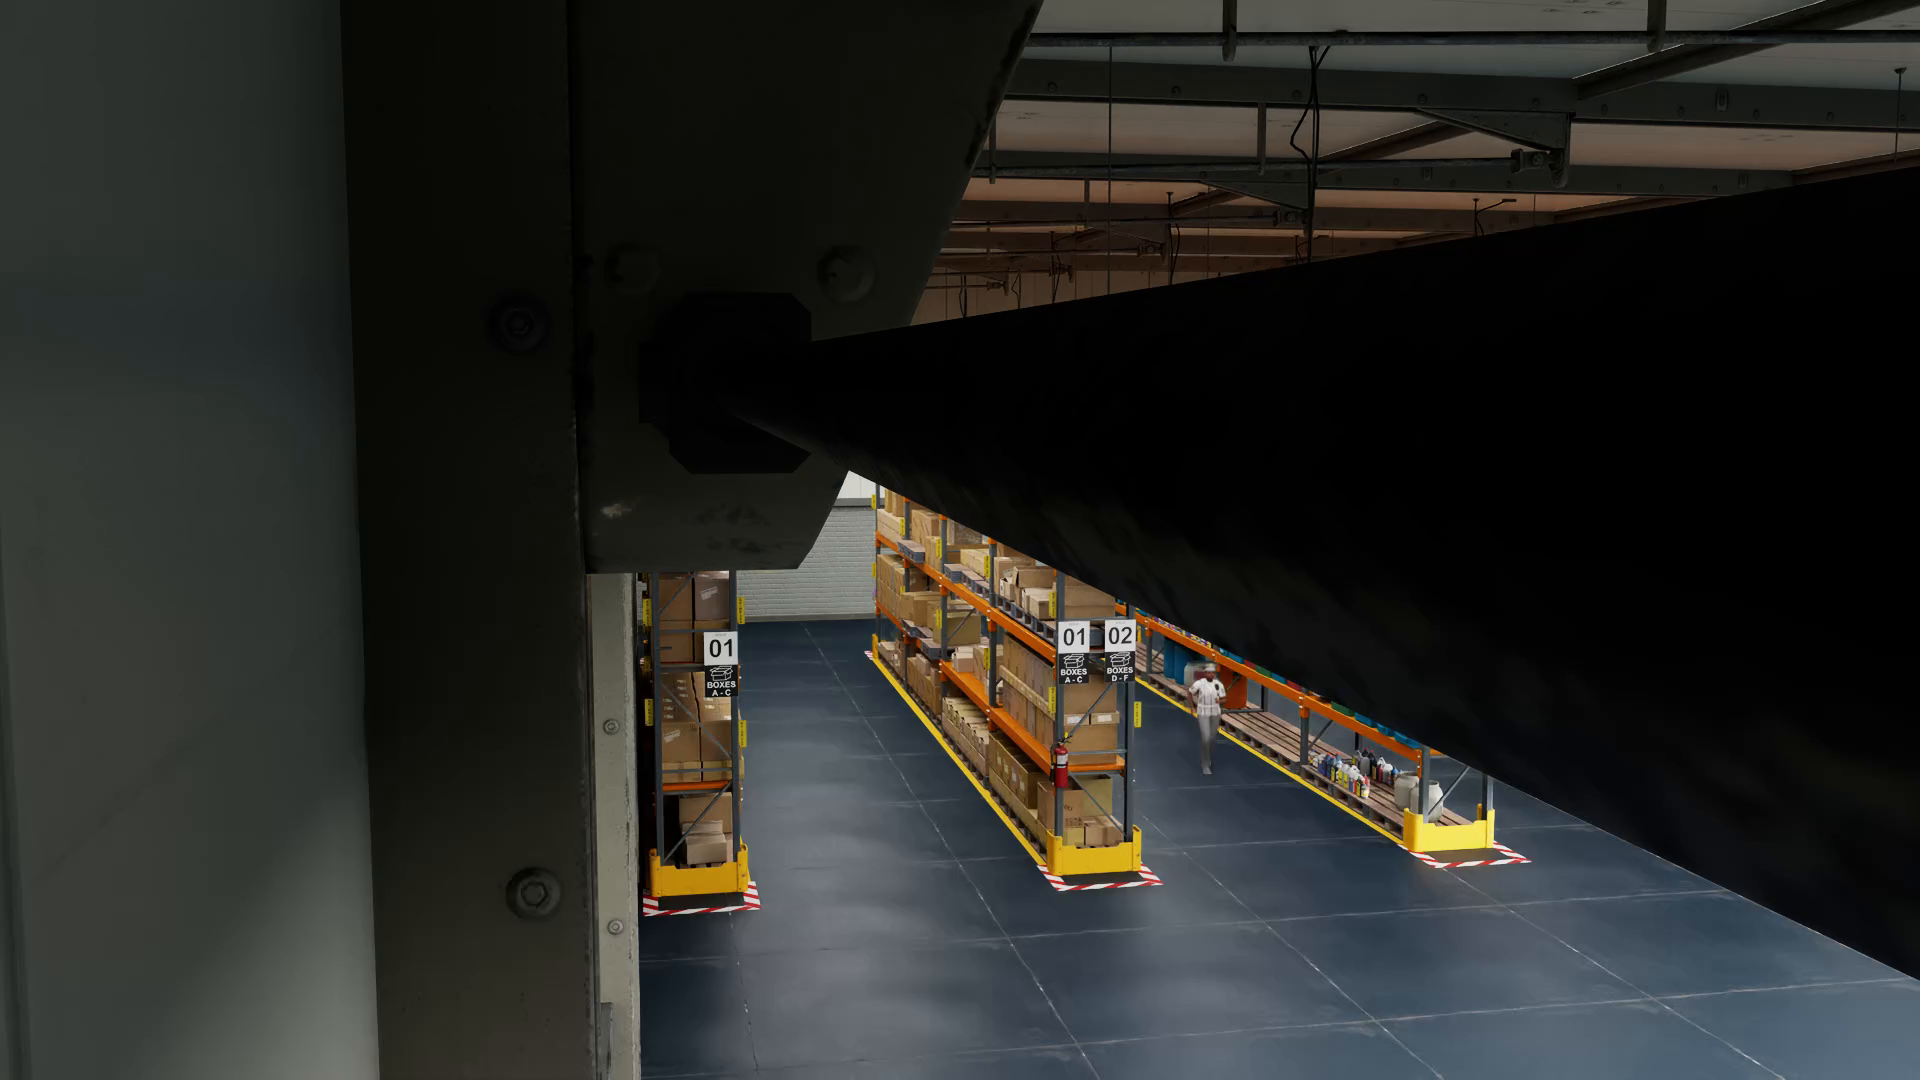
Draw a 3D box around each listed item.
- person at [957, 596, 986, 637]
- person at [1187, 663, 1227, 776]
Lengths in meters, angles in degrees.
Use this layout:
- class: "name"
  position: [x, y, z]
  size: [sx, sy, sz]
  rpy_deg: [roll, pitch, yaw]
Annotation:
- class: "person"
  position: [0.263, 1.657, 37.216]
  size: [0.939, 1.730, 0.705]
  rpy_deg: [4, 7, 33]
- class: "person"
  position: [3.915, 2.796, 26.232]
  size: [0.548, 1.751, 0.751]
  rpy_deg: [-1, 6, -11]
